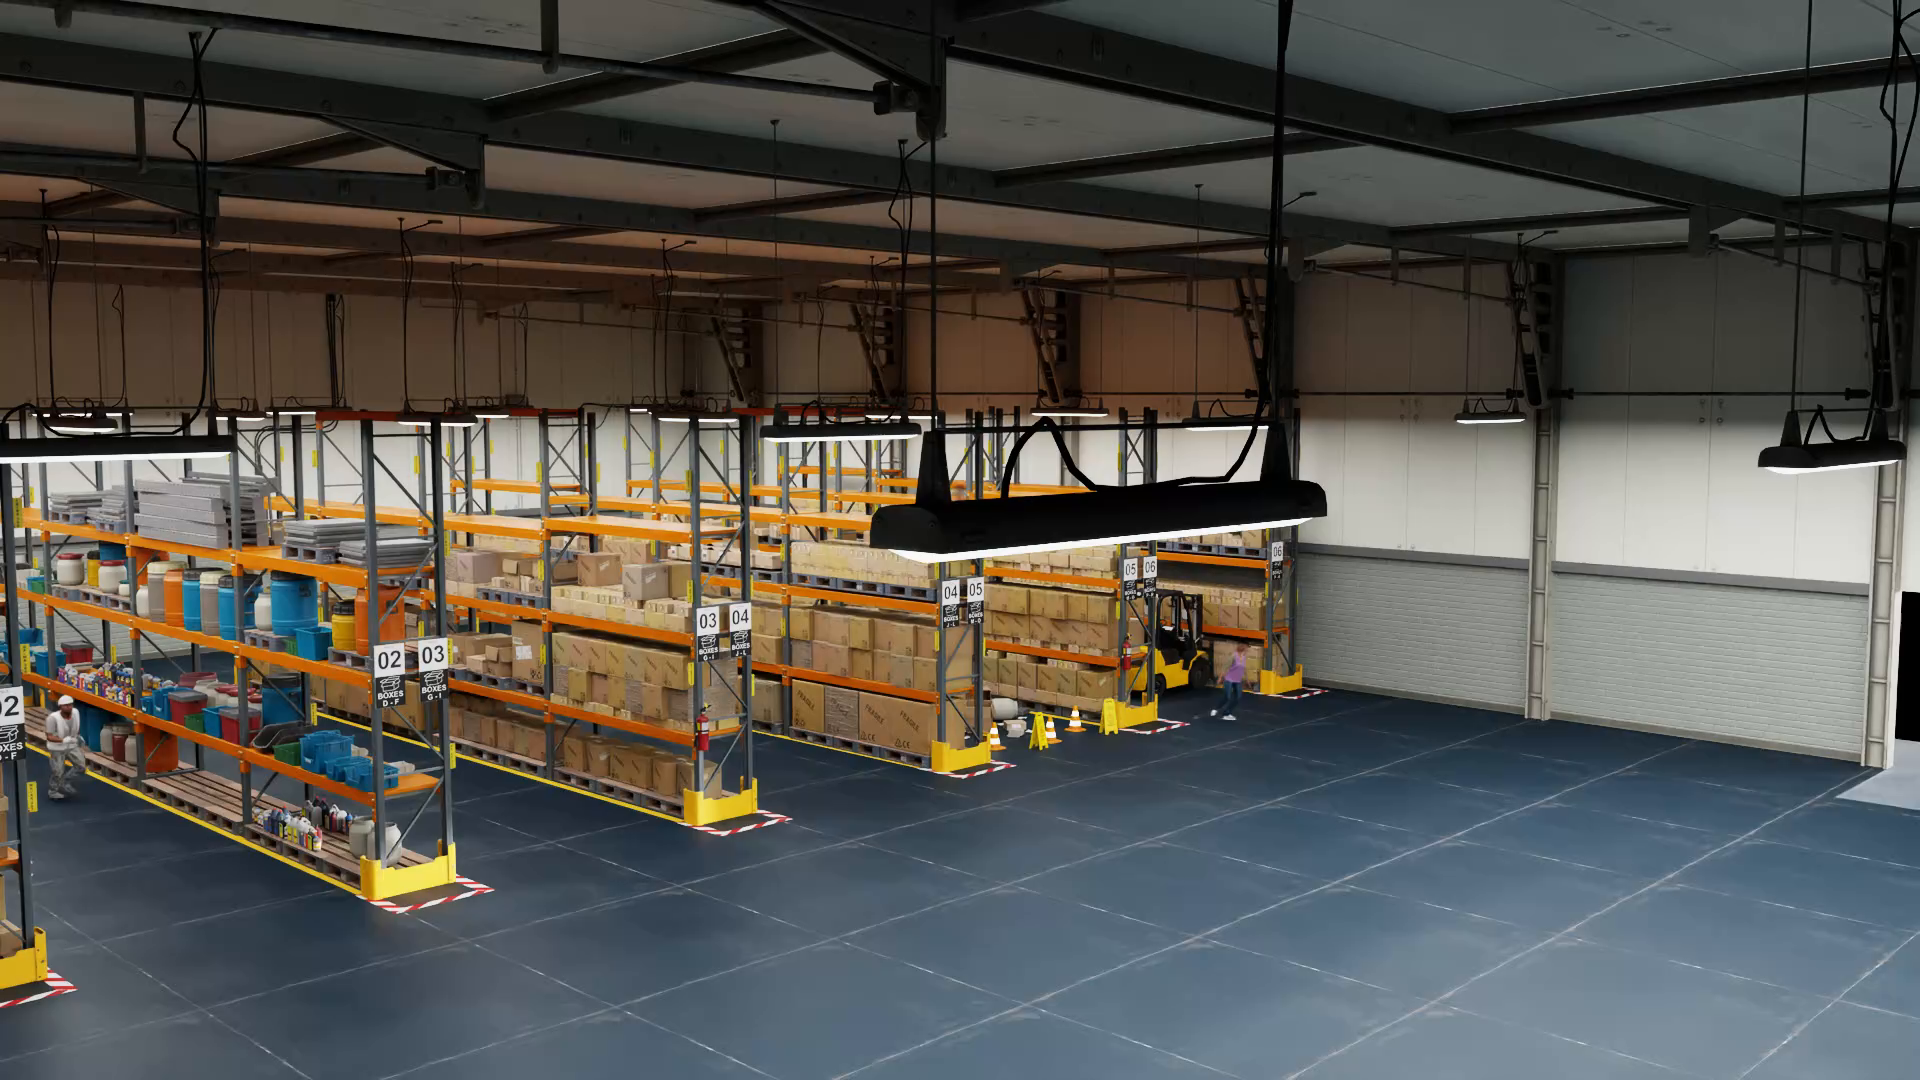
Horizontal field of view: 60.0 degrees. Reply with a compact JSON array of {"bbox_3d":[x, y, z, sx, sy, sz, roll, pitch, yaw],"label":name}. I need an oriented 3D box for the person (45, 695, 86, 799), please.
[{"bbox_3d":[-13.839,3.215,25.770,0.829,1.673,0.718,3,6,29],"label":"person"}]

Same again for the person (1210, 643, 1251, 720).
[{"bbox_3d":[5.231,2.725,32.114,0.683,1.519,0.607,-3,6,-34],"label":"person"}]
